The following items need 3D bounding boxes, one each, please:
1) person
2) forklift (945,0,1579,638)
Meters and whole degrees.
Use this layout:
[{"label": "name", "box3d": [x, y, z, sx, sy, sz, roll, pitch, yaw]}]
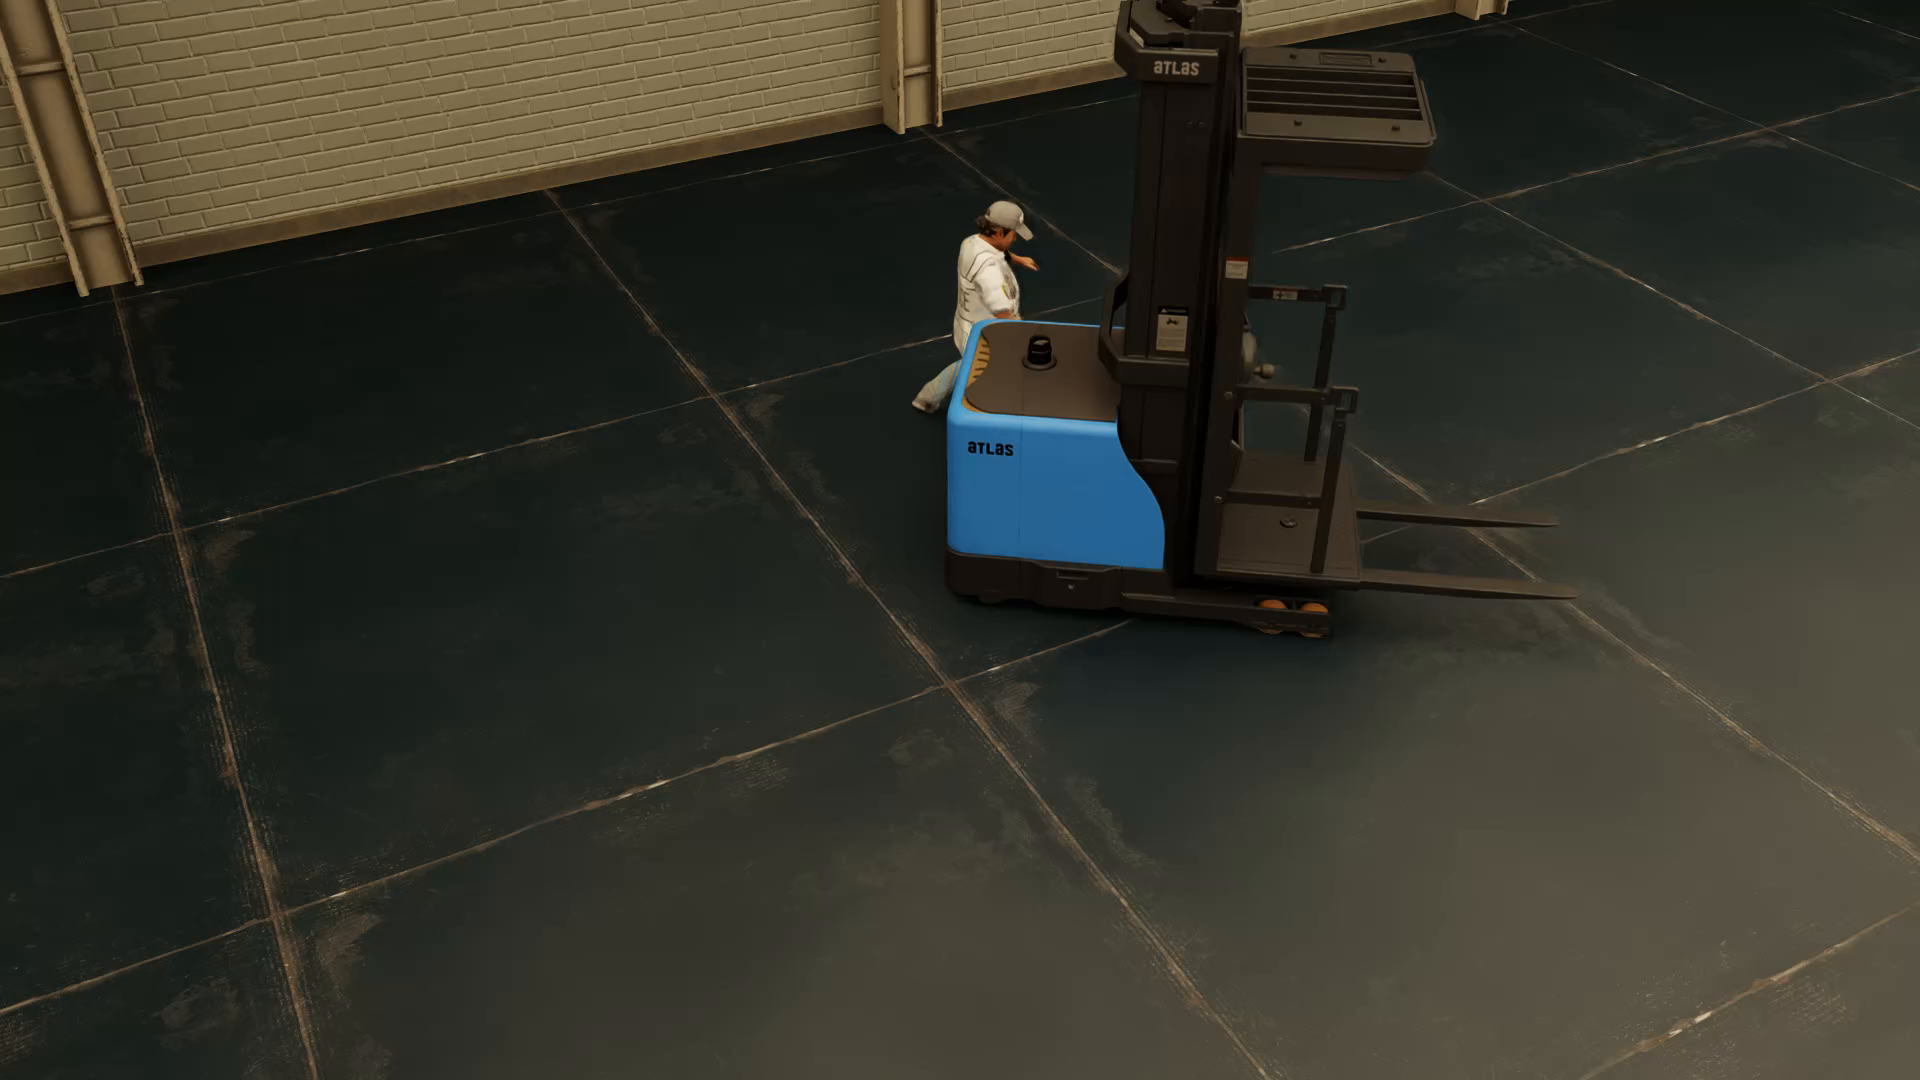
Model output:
[{"label": "person", "box3d": [0.278, -1.144, 9.047, 0.960, 1.514, 1.096, -7, 36, -10]}, {"label": "forklift", "box3d": [1.484, -1.057, 7.618, 3.031, 2.935, 1.130, 5, 36, 6]}]
